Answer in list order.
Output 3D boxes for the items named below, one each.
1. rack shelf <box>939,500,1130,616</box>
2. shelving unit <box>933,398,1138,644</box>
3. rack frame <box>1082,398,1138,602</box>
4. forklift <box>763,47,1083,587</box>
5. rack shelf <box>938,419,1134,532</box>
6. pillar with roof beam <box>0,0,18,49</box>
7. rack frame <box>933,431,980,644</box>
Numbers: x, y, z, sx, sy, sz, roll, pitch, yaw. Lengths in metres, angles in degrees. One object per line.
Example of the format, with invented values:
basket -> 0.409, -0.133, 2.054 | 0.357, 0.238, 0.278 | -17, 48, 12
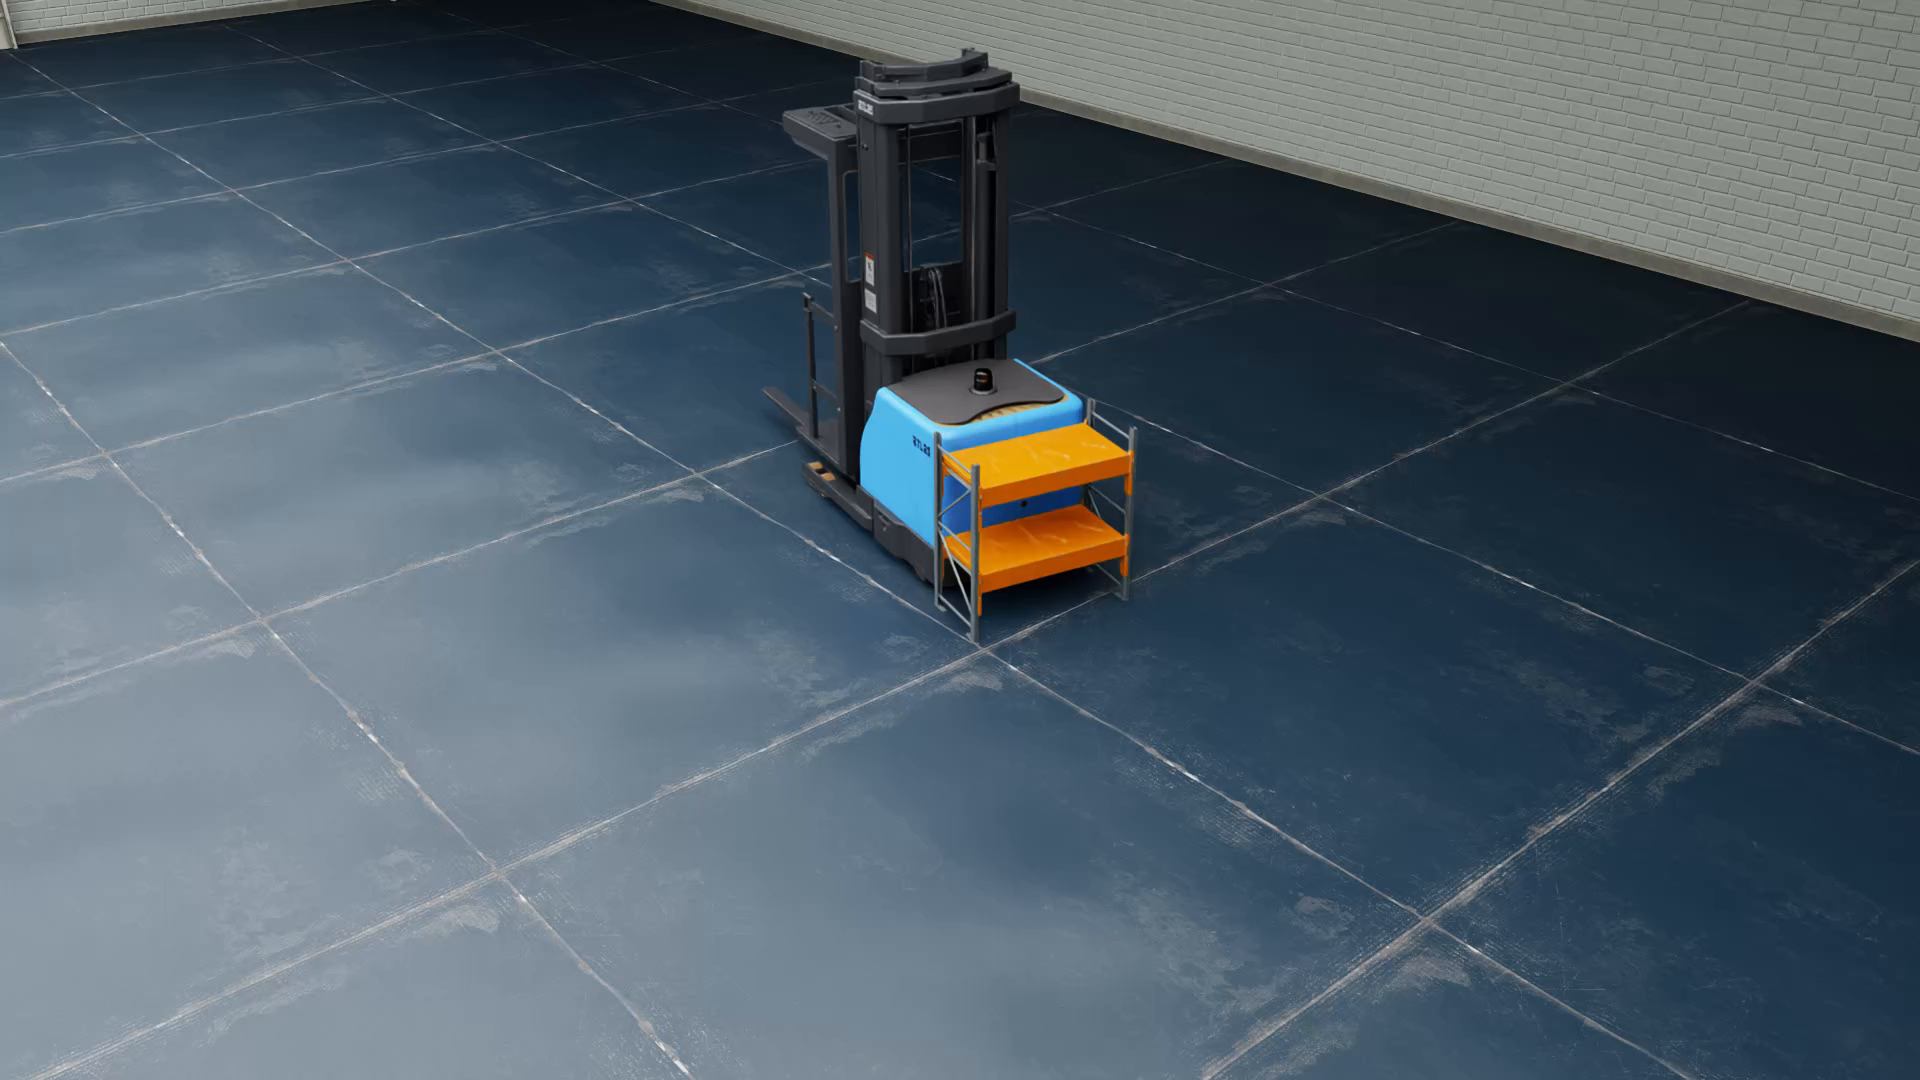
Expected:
rack shelf -> 0.428, 0.093, 9.759 | 1.000, 0.278, 0.538 | -14, 31, -24
shelving unit -> 0.428, -0.123, 9.644 | 1.048, 1.125, 0.538 | -14, 31, -24
rack frame -> 0.878, -0.234, 9.853 | 0.032, 1.125, 0.500 | -14, 31, -24
forklift -> -0.414, -1.673, 10.629 | 1.130, 2.935, 3.031 | -15, 32, -26
rack shelf -> 0.428, -0.381, 9.506 | 1.000, 0.278, 0.538 | -14, 31, -24
pillar with roof beam -> -10.909, -9.446, 18.736 | 0.400, 9.000, 9.100 | -22, 35, -35
rack frame -> -0.022, -0.011, 9.435 | 0.032, 1.125, 0.500 | -14, 31, -24
